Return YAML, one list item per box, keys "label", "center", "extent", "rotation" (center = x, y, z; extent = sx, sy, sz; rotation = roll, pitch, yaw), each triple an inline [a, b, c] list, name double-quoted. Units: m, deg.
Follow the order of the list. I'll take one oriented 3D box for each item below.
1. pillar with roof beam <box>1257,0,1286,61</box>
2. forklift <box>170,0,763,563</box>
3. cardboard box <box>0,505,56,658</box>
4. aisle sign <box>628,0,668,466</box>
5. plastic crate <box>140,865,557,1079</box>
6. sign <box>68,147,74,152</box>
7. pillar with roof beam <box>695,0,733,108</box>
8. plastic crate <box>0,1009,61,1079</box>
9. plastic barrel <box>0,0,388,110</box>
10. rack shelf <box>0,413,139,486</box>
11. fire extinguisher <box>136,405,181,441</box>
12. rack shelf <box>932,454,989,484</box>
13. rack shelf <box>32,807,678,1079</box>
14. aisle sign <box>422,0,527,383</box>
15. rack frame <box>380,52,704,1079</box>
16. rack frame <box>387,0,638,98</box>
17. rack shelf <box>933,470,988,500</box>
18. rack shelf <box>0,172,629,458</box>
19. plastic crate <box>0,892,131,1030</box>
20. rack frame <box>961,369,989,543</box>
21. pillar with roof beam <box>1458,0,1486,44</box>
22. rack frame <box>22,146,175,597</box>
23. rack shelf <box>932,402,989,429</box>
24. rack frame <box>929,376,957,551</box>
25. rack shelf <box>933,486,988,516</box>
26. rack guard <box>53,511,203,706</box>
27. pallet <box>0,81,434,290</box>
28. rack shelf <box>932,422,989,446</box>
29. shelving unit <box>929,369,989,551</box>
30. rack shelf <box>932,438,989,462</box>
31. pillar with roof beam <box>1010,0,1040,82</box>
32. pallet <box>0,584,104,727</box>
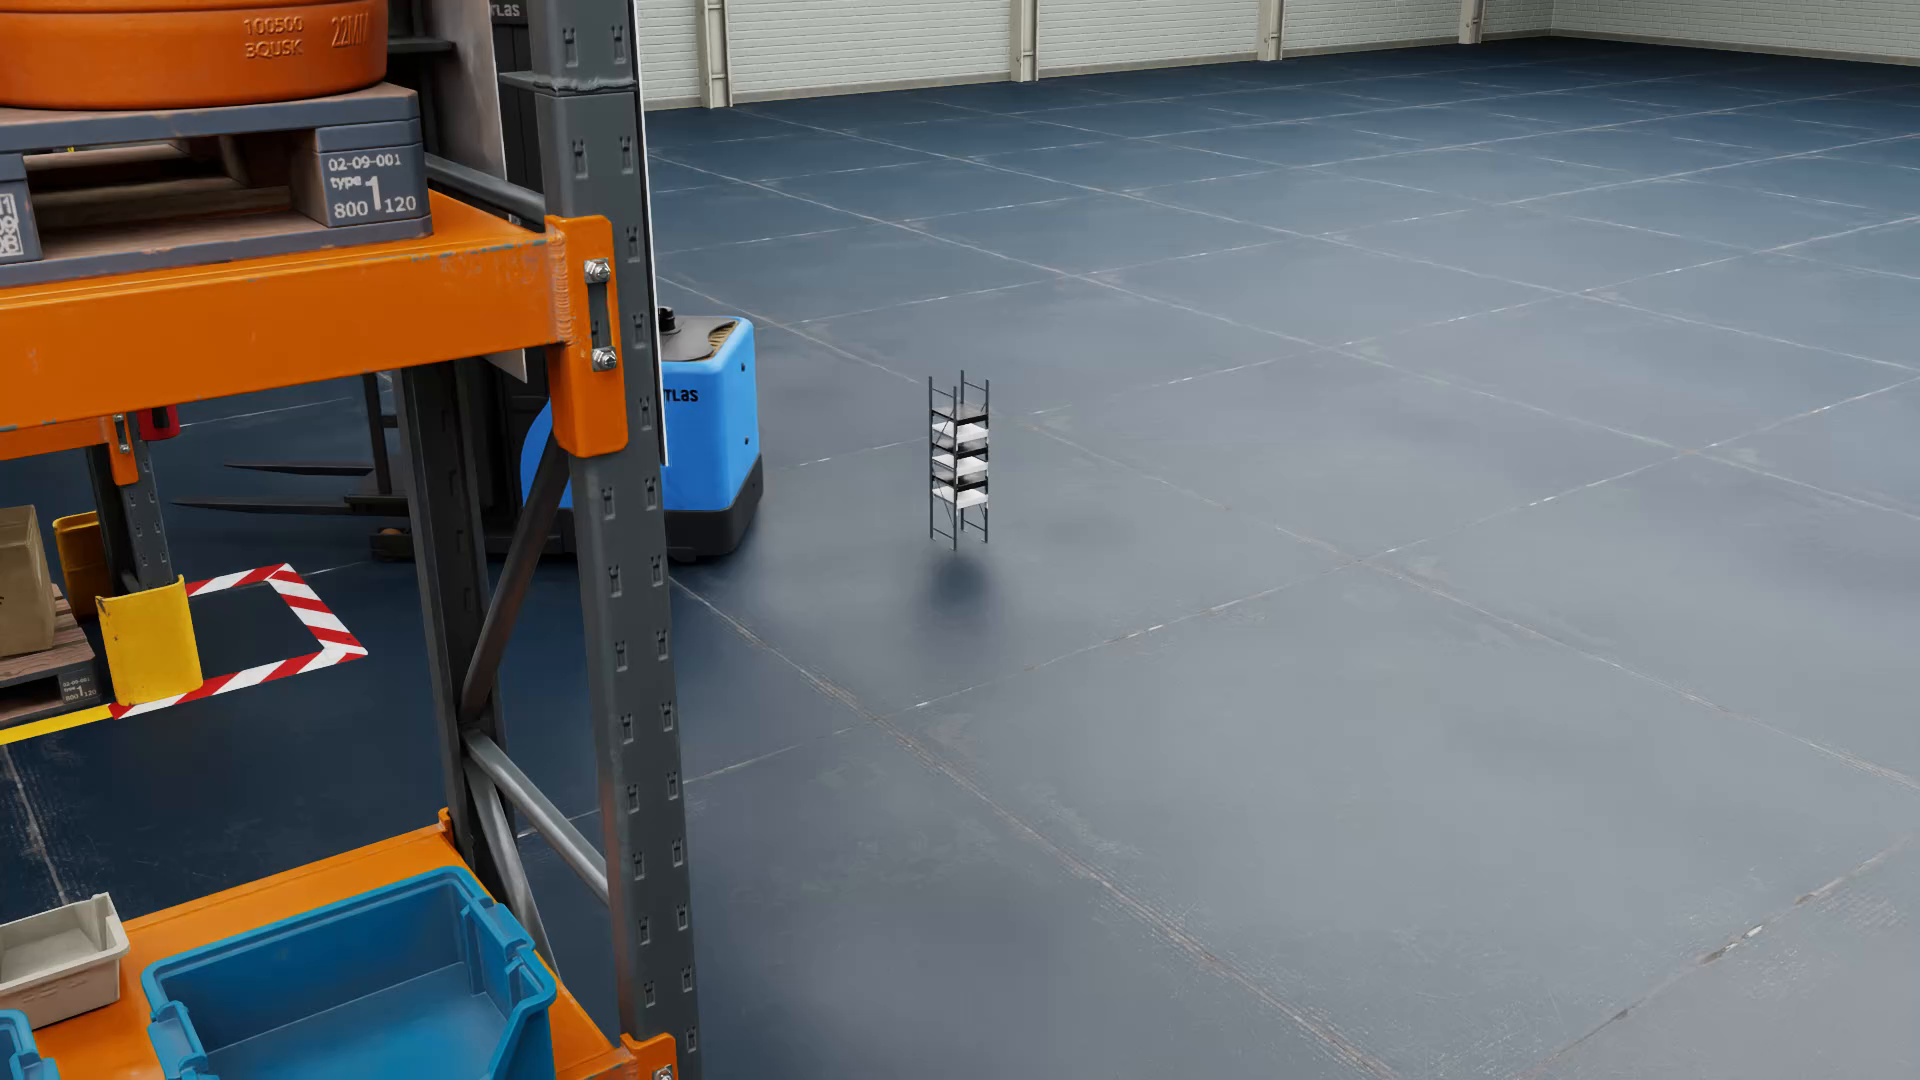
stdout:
- label: "pillar with roof beam"
  center: [8.499, -12.181, 27.282]
  extent: [0.400, 9.000, 9.100]
  rotation: [-15, 26, -33]
- label: "forklift"
  center: [-2.647, -1.441, 8.552]
  extent: [3.031, 2.935, 1.130]
  rotation: [1, 22, 3]
- label: "cardboard box"
  center: [-4.232, 0.195, 7.167]
  extent: [0.500, 0.500, 0.500]
  rotation: [-10, 24, -23]
- label: "aisle sign"
  center: [-0.591, -0.545, 2.706]
  extent: [0.004, 0.787, 0.394]
  rotation: [-15, 26, -33]
- label: "plastic crate"
  center: [-1.055, 0.856, 2.904]
  extent: [0.616, 0.251, 0.499]
  rotation: [-15, 26, -33]
- label: "sign"
  center: [-3.408, -1.414, 6.405]
  extent: [0.005, 0.325, 0.100]
  rotation: [-15, 26, -33]
- label: "pillar with roof beam"
  center: [-1.242, -9.584, 20.772]
  extent: [0.400, 9.000, 9.100]
  rotation: [-15, 26, -33]
- label: "plastic crate"
  center: [-1.585, 0.995, 2.556]
  extent: [0.408, 0.251, 0.499]
  rotation: [-15, 26, -33]
- label: "plastic barrel"
  center: [-1.143, -1.055, 2.300]
  extent: [0.708, 0.830, 0.600]
  rotation: [-15, 26, -33]
- label: "rack shelf"
  center: [-5.339, -0.134, 6.156]
  extent: [4.000, 0.370, 1.077]
  rotation: [-15, 26, -33]
- label: "fire extinguisher"
  center: [-3.354, -0.751, 6.836]
  extent: [0.183, 0.674, 0.296]
  rotation: [-15, 26, -33]
- label: "rack shelf"
  center: [-0.007, -0.385, 8.738]
  extent: [0.200, 0.077, 0.258]
  rotation: [-15, 26, -33]
- label: "rack shelf"
  center: [-2.447, 1.356, 2.422]
  extent: [4.000, 0.370, 1.077]
  rotation: [-15, 26, -33]
- label: "aisle sign"
  center: [-0.936, -0.722, 3.151]
  extent: [0.004, 0.787, 0.394]
  rotation: [-15, 26, -33]
- label: "rack frame"
  center: [-0.823, 0.589, 3.373]
  extent: [0.127, 3.000, 1.000]
  rotation: [-15, 26, -33]
- label: "rack frame"
  center: [-0.823, -2.197, 2.261]
  extent: [0.127, 3.000, 1.000]
  rotation: [-15, 26, -33]
- label: "rack shelf"
  center: [-0.007, -0.302, 8.771]
  extent: [0.200, 0.077, 0.258]
  rotation: [-15, 26, -33]
- label: "rack shelf"
  center: [-2.447, -0.037, 1.866]
  extent: [4.000, 0.370, 1.077]
  rotation: [-15, 26, -33]
- label: "plastic crate"
  center: [-1.737, 0.808, 3.179]
  extent: [0.250, 0.136, 0.298]
  rotation: [-15, 26, -33]
- label: "rack frame"
  center: [0.076, -0.438, 8.780]
  extent: [0.006, 0.900, 0.240]
  rotation: [-15, 26, -33]
- label: "pillar with roof beam"
  center: [13.370, -13.480, 30.536]
  extent: [0.400, 9.000, 9.100]
  rotation: [-15, 26, -33]
- label: "rack frame"
  center: [-3.716, -0.901, 7.107]
  extent: [0.127, 3.000, 1.000]
  rotation: [-15, 26, -33]
- label: "rack shelf"
  center: [-0.007, -0.636, 8.637]
  extent: [0.200, 0.077, 0.258]
  rotation: [-15, 26, -33]
- label: "rack frame"
  center: [-0.089, -0.394, 8.670]
  extent: [0.006, 0.900, 0.240]
  rotation: [-15, 26, -33]
- label: "rack shelf"
  center: [-0.007, -0.218, 8.804]
  extent: [0.200, 0.077, 0.258]
  rotation: [-15, 26, -33]
- label: "rack guard"
  center: [-3.777, 0.276, 7.529]
  extent: [0.348, 0.500, 1.175]
  rotation: [-15, 26, -33]
- label: "pallet"
  center: [-1.552, -0.567, 2.477]
  extent: [1.213, 0.211, 1.003]
  rotation: [-15, 26, -33]
- label: "rack shelf"
  center: [-0.007, -0.552, 8.671]
  extent: [0.200, 0.077, 0.258]
  rotation: [-15, 26, -33]
- label: "shelving unit"
  center: [-0.007, -0.416, 8.725]
  extent: [0.210, 0.900, 0.258]
  rotation: [-15, 26, -33]
- label: "rack shelf"
  center: [-0.007, -0.469, 8.704]
  extent: [0.200, 0.077, 0.258]
  rotation: [-15, 26, -33]
- label: "pillar with roof beam"
  center: [3.629, -10.883, 24.027]
  extent: [0.400, 9.000, 9.100]
  rotation: [-15, 26, -33]
- label: "pallet"
  center: [-4.458, 0.576, 7.169]
  extent: [1.213, 0.211, 1.003]
  rotation: [-15, 26, -33]
